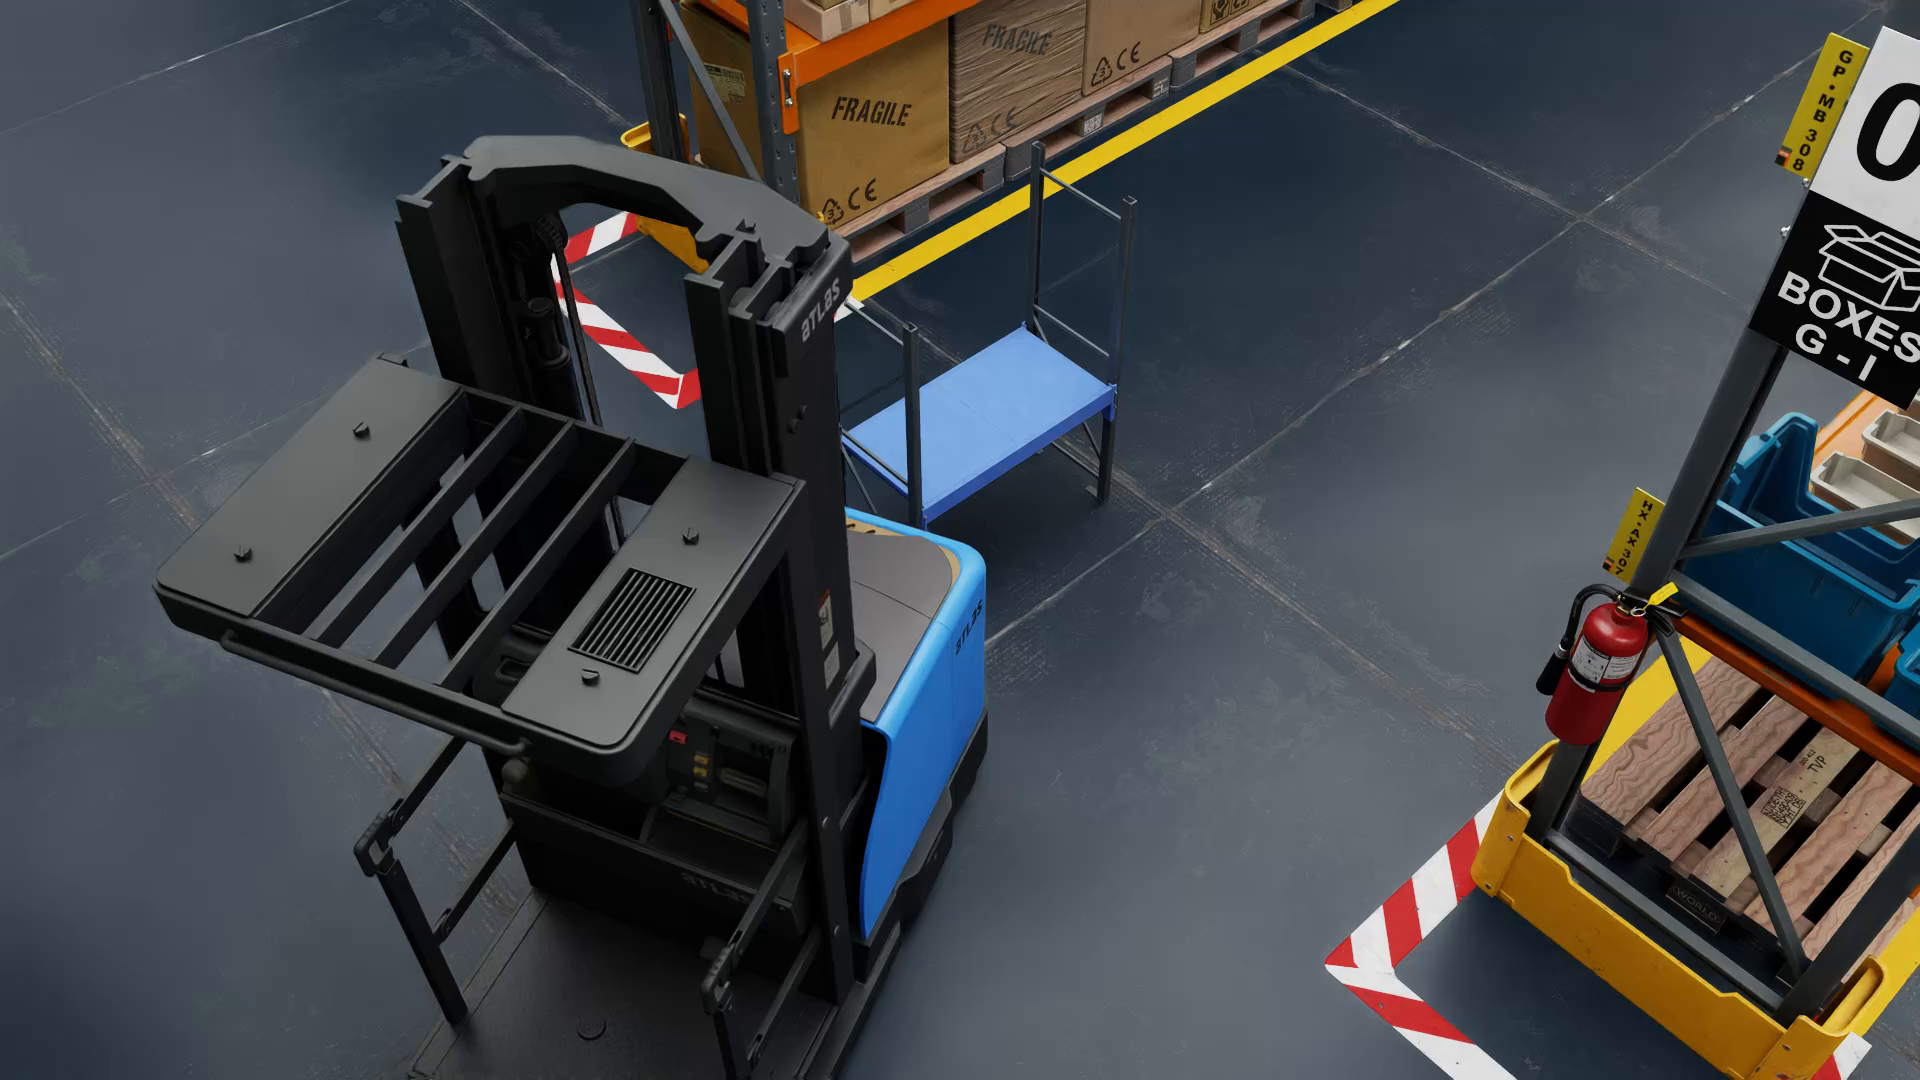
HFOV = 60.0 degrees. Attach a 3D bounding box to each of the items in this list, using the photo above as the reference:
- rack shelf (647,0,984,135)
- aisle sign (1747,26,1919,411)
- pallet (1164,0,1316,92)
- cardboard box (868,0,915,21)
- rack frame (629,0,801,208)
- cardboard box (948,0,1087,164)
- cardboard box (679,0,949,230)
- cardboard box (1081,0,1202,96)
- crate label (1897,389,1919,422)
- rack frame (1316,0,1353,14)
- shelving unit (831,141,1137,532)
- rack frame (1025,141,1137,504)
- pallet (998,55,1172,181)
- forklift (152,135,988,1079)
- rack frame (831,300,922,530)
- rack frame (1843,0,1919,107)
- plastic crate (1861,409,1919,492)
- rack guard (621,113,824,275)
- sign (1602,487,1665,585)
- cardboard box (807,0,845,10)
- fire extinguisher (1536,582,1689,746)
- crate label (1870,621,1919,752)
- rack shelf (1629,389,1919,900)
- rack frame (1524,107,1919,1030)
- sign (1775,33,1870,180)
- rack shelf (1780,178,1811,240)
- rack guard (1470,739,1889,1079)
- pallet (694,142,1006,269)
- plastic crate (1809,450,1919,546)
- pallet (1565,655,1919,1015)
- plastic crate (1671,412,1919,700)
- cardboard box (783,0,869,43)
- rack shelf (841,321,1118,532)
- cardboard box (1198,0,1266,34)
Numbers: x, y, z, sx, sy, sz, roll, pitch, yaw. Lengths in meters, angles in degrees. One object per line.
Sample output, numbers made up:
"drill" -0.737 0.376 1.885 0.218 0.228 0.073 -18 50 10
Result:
"rack shelf" 0.397 -3.097 8.057 4.000 0.370 1.077 -34 56 -27
"aisle sign" 1.999 -0.665 3.553 0.004 0.787 0.394 -34 56 -27
"pallet" 1.262 -3.051 9.422 1.213 0.211 1.003 -34 56 -27
"cardboard box" -0.409 -2.391 7.086 0.250 0.149 0.380 -35 56 -28
"rack frame" -1.082 -2.353 6.880 0.127 3.000 1.000 -34 56 -27
"cardboard box" 0.011 -2.584 8.254 0.875 0.875 0.875 -34 56 -27
"cardboard box" -0.663 -2.134 7.838 0.875 0.875 0.875 -34 56 -27
"cardboard box" 0.669 -3.024 8.660 0.875 0.875 0.875 -34 56 -27
"crate label" 3.145 -0.378 5.197 0.243 0.136 0.396 -34 56 -27
"rack frame" 1.877 -4.330 8.705 0.127 3.000 1.000 -34 56 -27
"shelving unit" 0.063 -0.551 6.238 1.048 1.500 0.538 -34 56 -27
"rack frame" 0.439 -0.802 6.470 0.032 1.500 0.500 -34 56 -27
"pallet" 0.359 -2.445 8.862 1.213 0.211 1.003 -34 56 -27
"forklift" -0.938 0.627 4.177 1.130 2.935 3.031 17 50 15
"rack frame" -0.313 -0.299 6.006 0.032 1.500 0.500 -34 56 -27
"rack frame" 2.250 -1.694 2.190 0.127 3.000 1.000 -34 56 -27
"plastic crate" 2.955 -0.227 5.057 0.243 0.136 0.396 -34 56 -27
"rack guard" -1.100 -1.493 7.787 0.348 0.500 1.175 -34 56 -27
"sign" 1.868 -0.006 4.603 0.005 0.325 0.100 -34 56 -27
"cardboard box" -0.546 -2.493 6.909 0.500 0.250 0.500 -35 56 -28
"fire extinguisher" 1.832 0.321 4.719 0.183 0.674 0.296 -34 56 -27
"crate label" 2.654 0.434 4.382 0.303 0.233 0.416 -34 56 -27
"rack shelf" 3.729 -0.404 5.571 4.000 0.370 1.077 -34 56 -27
"rack frame" 2.250 0.341 4.395 0.127 3.000 1.000 -34 56 -27
"sign" 1.868 -0.932 3.599 0.005 0.325 0.100 -34 56 -27
"rack shelf" 3.729 -1.421 4.469 4.000 0.370 1.077 -34 56 -27
"rack guard" 2.241 1.207 5.296 0.348 0.500 1.175 -34 56 -27
"pallet" -0.543 -1.845 8.309 1.213 0.211 1.003 -34 56 -27
"plastic crate" 2.731 -0.092 4.932 0.243 0.136 0.396 -34 56 -27
"pallet" 2.886 0.900 5.776 1.213 0.211 1.003 -34 56 -27
"plastic crate" 2.372 0.041 4.606 0.499 0.435 0.616 -34 56 -27
"cardboard box" -0.598 -2.263 6.968 0.250 0.149 0.380 -33 55 -27
"rack shelf" 0.063 -0.429 6.370 1.000 0.185 0.538 -34 56 -27
"cardboard box" 1.335 -3.469 9.070 0.875 0.875 0.875 -34 56 -27
